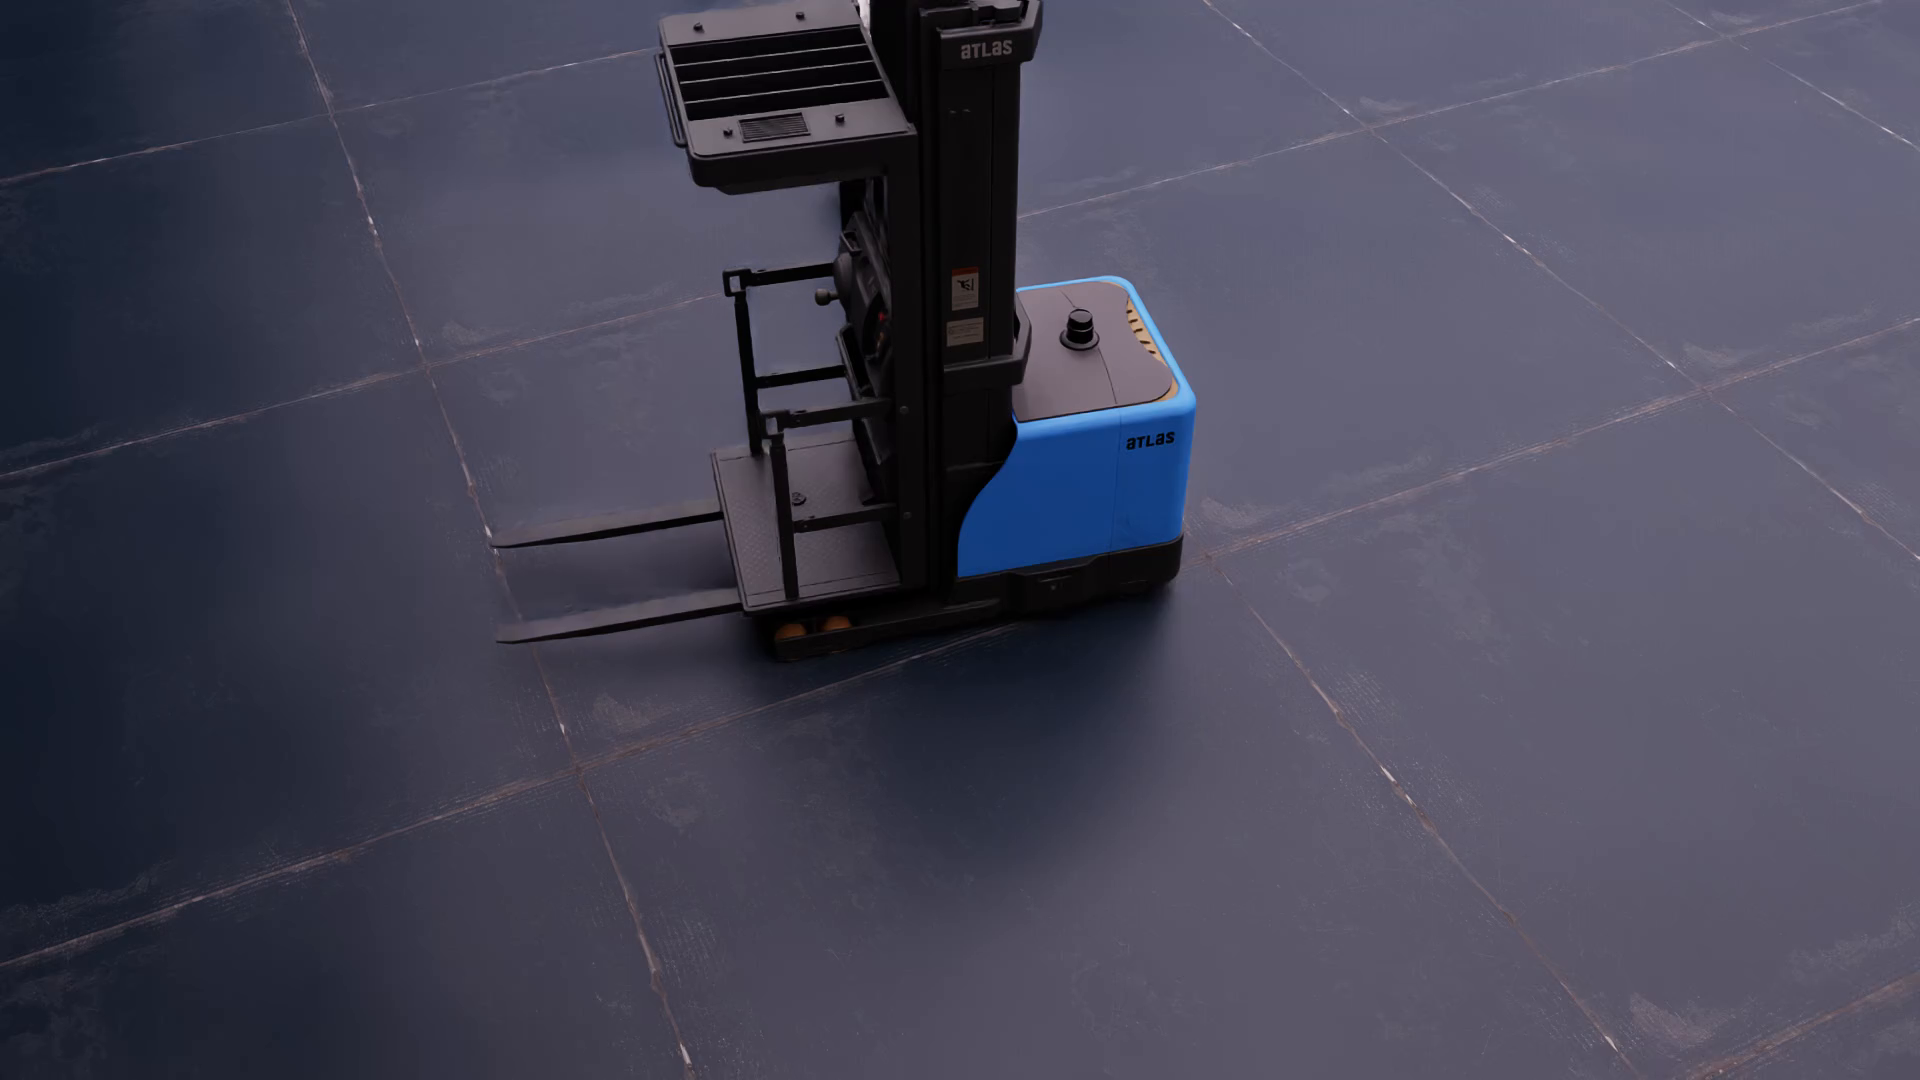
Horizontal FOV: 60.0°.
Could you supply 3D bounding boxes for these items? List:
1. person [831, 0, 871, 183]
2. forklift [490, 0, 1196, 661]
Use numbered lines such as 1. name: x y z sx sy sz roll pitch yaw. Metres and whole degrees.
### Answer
1. person: -0.457 -2.691 9.588 0.802 1.552 0.815 -15 45 -16
2. forklift: -0.574 -0.944 6.692 3.031 2.935 1.130 -10 44 -10
